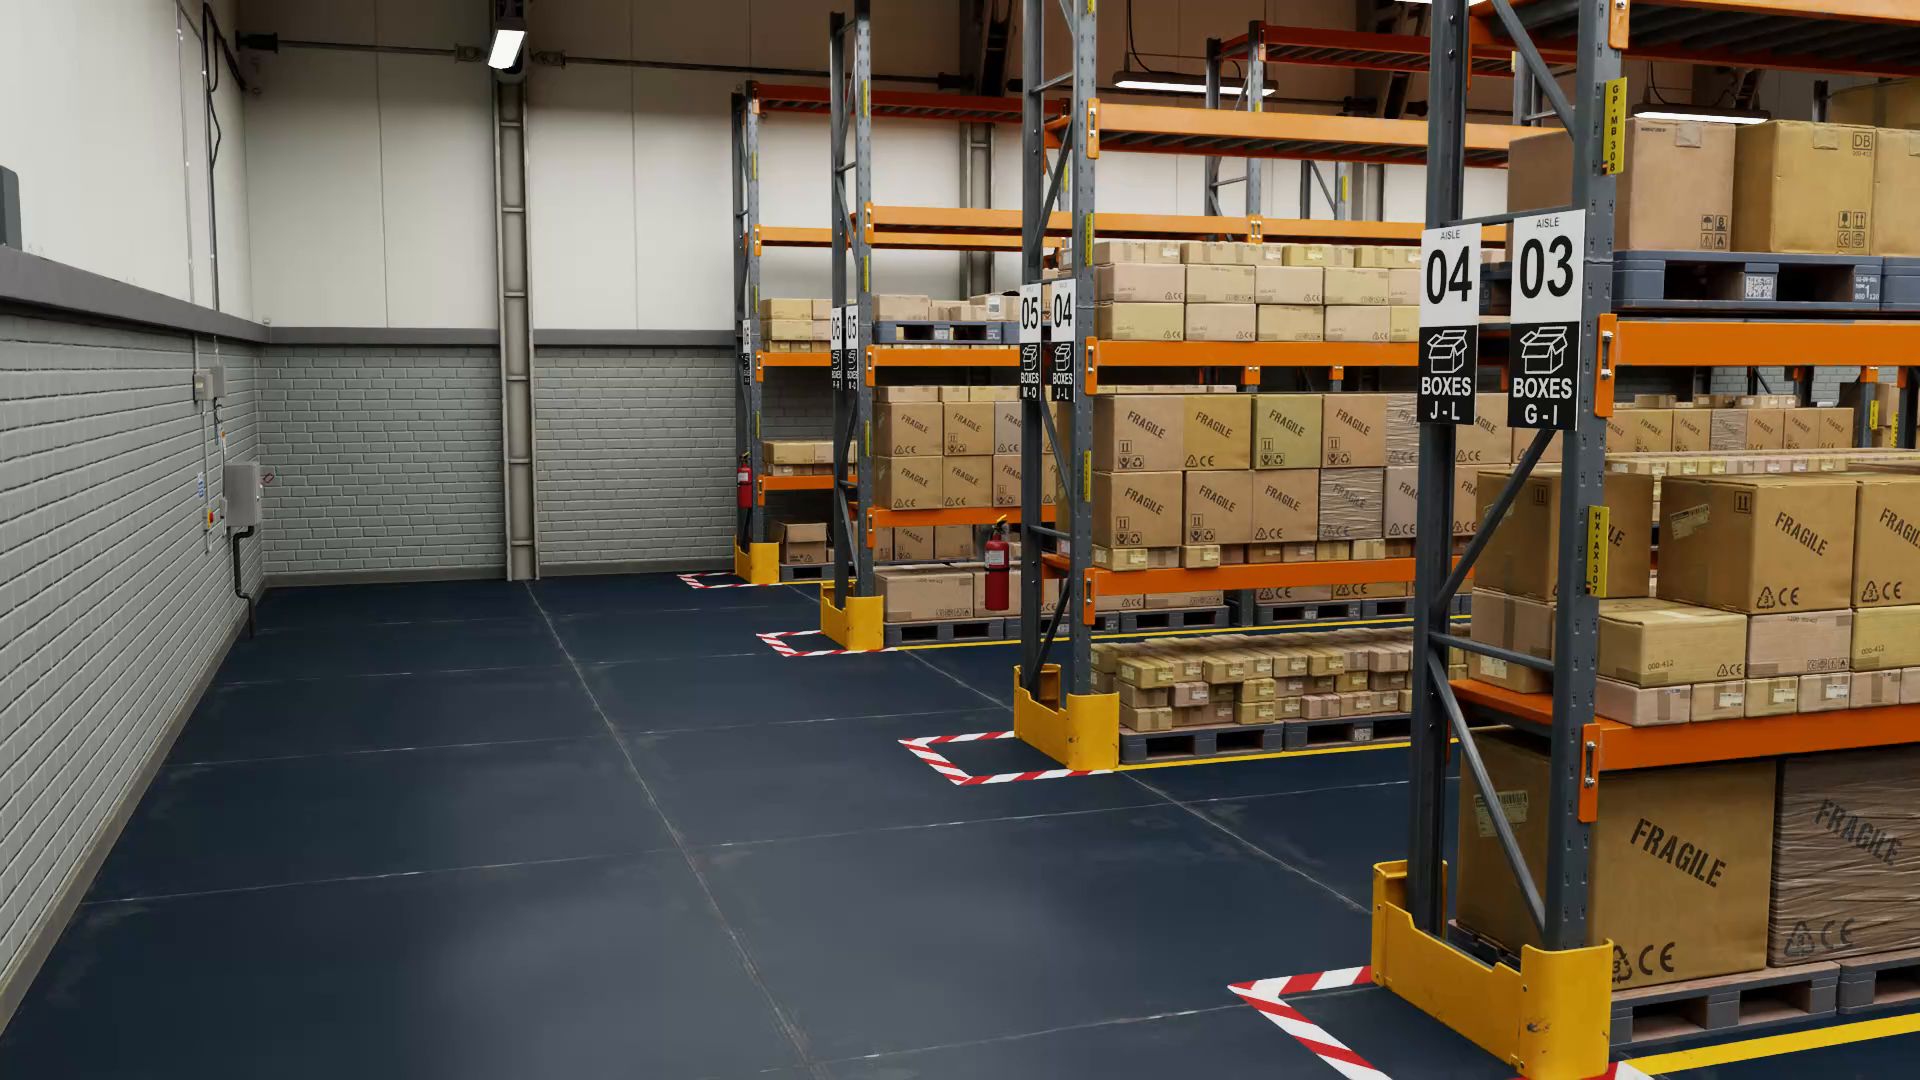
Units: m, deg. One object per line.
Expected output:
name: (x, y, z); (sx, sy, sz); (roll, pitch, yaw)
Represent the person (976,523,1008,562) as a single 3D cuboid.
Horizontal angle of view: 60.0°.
person: (0.390, -0.172, 19.503); (0.463, 1.614, 0.452); (-2, 6, -19)
